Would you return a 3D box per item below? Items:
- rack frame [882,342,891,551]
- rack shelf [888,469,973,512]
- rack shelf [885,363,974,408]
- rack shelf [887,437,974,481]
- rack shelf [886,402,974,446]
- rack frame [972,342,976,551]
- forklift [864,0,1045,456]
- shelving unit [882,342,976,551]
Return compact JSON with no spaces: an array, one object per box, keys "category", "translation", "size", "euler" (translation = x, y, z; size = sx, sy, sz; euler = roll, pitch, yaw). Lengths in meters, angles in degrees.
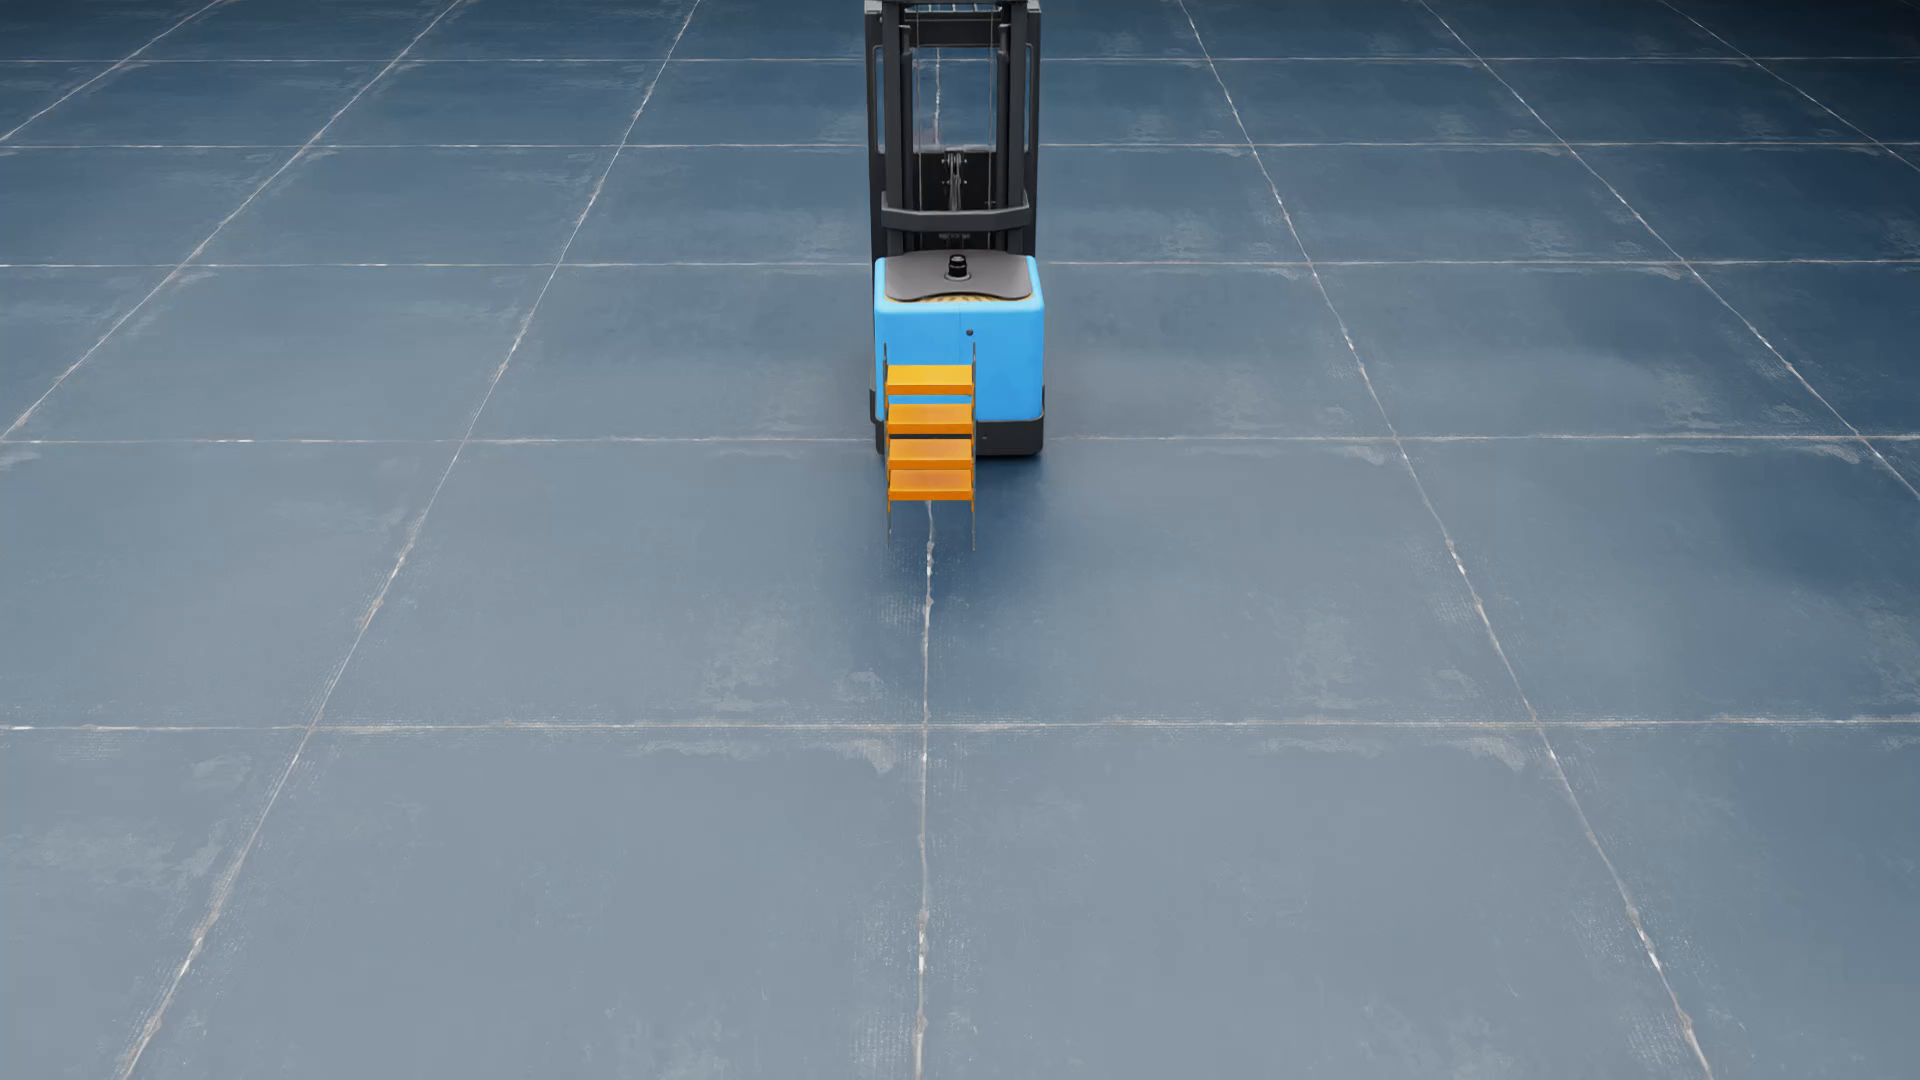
[{"category":"rack frame","translation":[-0.410,-0.512,9.326],"size":[0.015,1.200,0.240],"euler":[0,31,0]},{"category":"rack shelf","translation":[-0.166,-0.285,9.465],"size":[0.480,0.148,0.258],"euler":[0,31,0]},{"category":"rack shelf","translation":[-0.166,-0.848,9.123],"size":[0.480,0.148,0.258],"euler":[0,31,0]},{"category":"rack shelf","translation":[-0.166,-0.455,9.362],"size":[0.480,0.148,0.258],"euler":[0,31,0]},{"category":"rack shelf","translation":[-0.166,-0.646,9.246],"size":[0.480,0.148,0.258],"euler":[0,31,0]},{"category":"rack frame","translation":[0.078,-0.513,9.328],"size":[0.015,1.200,0.240],"euler":[0,31,0]},{"category":"forklift","translation":[-0.054,-2.501,10.935],"size":[1.130,2.935,3.031],"euler":[-1,31,-2]},{"category":"shelving unit","translation":[-0.166,-0.512,9.327],"size":[0.503,1.200,0.258],"euler":[0,31,0]}]
